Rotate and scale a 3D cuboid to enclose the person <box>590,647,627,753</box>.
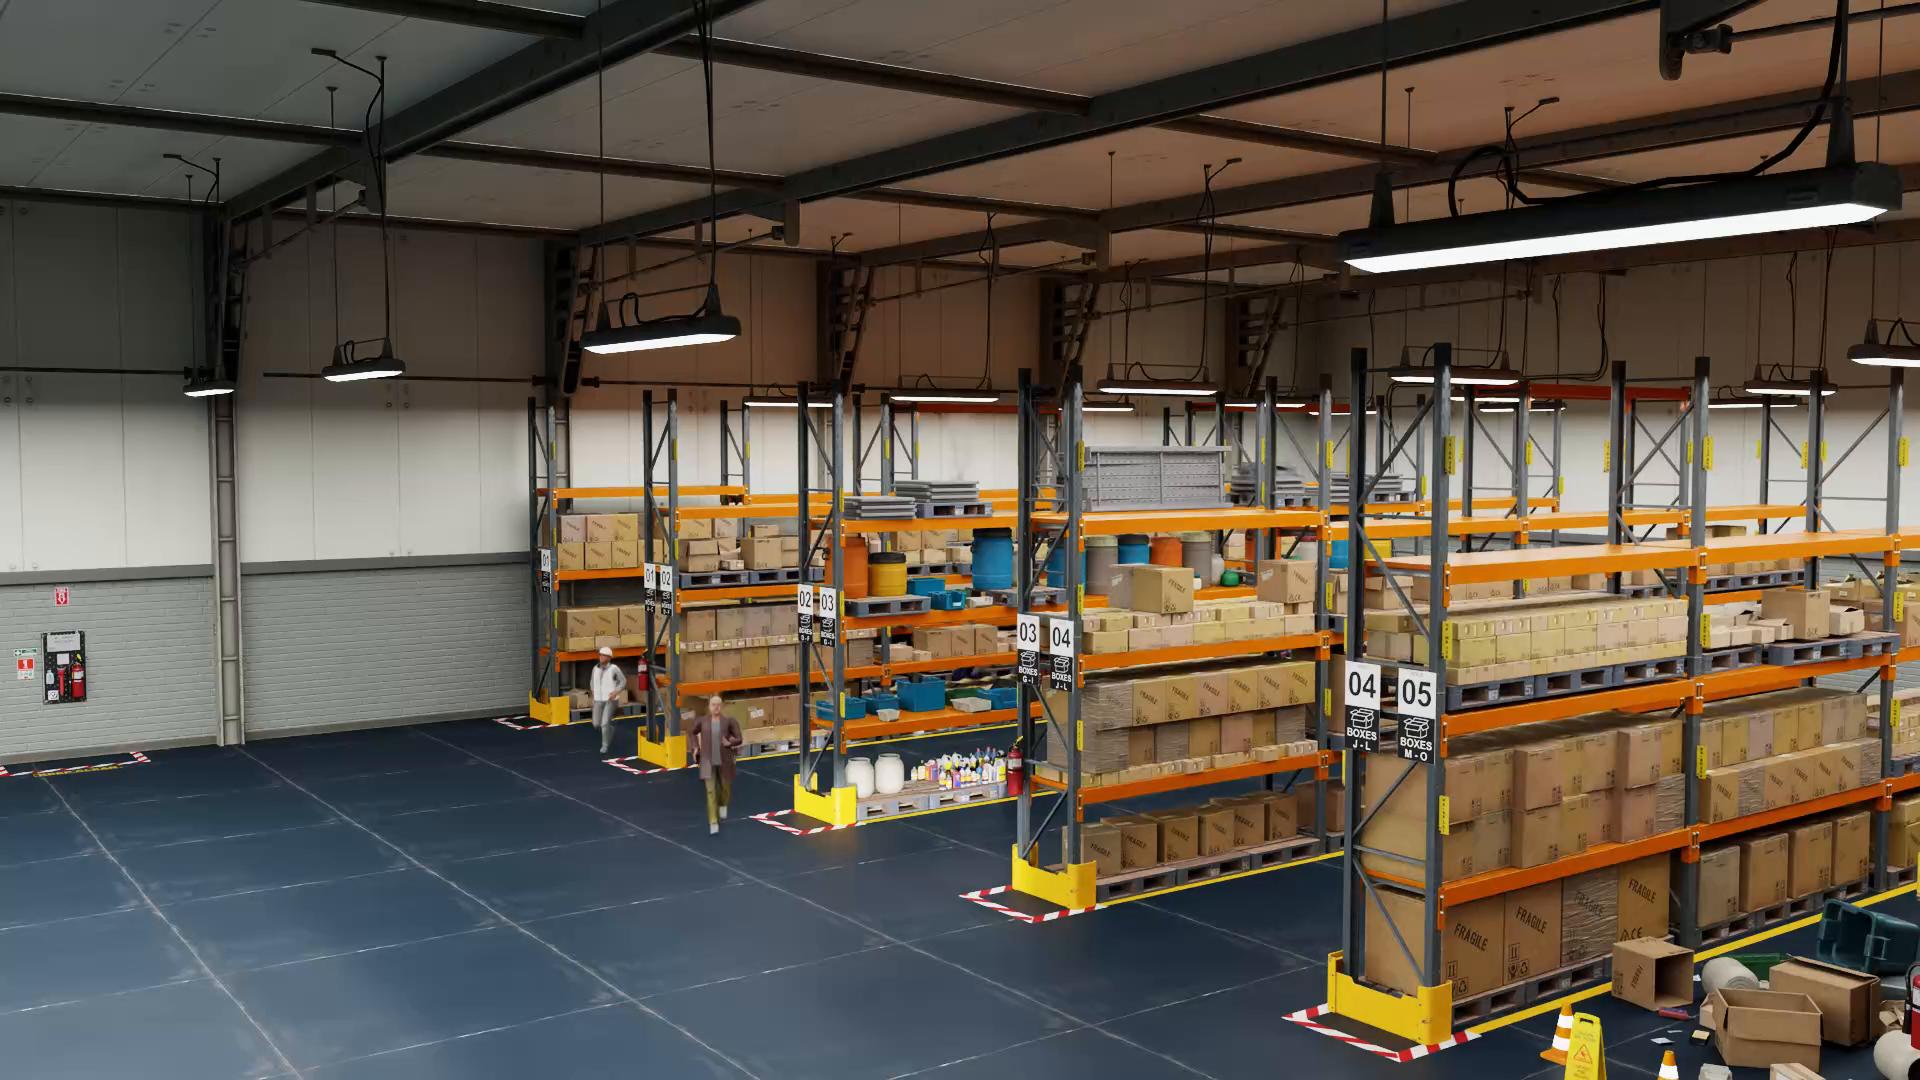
[{"bbox_3d":[-5.884,2.658,27.831,0.682,1.749,0.584,1,4,17],"label":"person"}]

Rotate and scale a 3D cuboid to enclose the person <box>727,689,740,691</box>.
[{"bbox_3d":[-4.056,2.569,29.728,0.907,1.714,0.683,-3,5,-43],"label":"person"}]

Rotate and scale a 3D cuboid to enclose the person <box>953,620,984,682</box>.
[{"bbox_3d":[0.166,2.369,33.752,0.719,1.629,0.618,-3,4,-37],"label":"person"}]

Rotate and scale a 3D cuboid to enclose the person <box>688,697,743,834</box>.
[{"bbox_3d":[-3.249,2.960,22.149,0.715,1.754,1.024,-1,3,-10],"label":"person"}]
